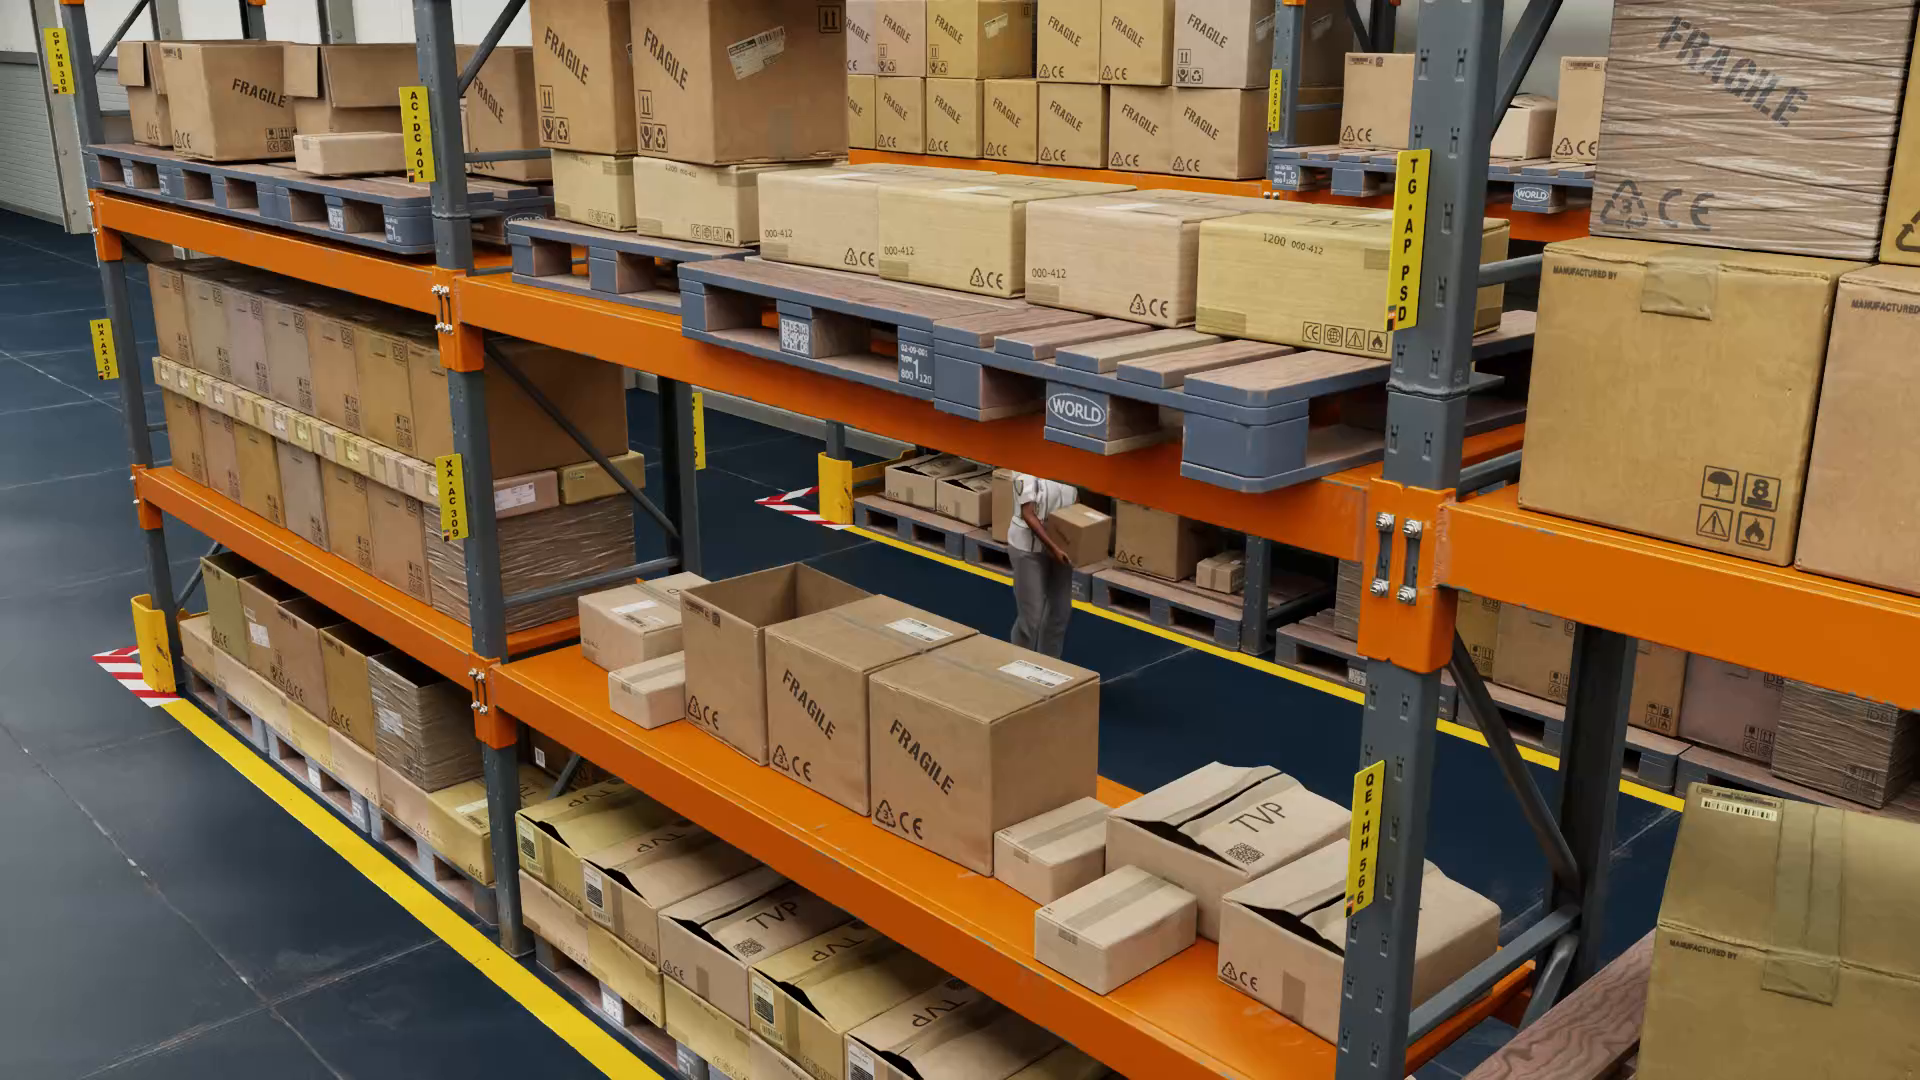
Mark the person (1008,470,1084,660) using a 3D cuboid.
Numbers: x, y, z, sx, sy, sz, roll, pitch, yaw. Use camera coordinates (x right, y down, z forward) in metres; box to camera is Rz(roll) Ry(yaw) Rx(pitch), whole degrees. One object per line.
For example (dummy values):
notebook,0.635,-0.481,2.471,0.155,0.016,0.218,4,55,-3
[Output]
person,0.524,0.064,9.309,0.441,1.692,0.514,-16,24,-41
